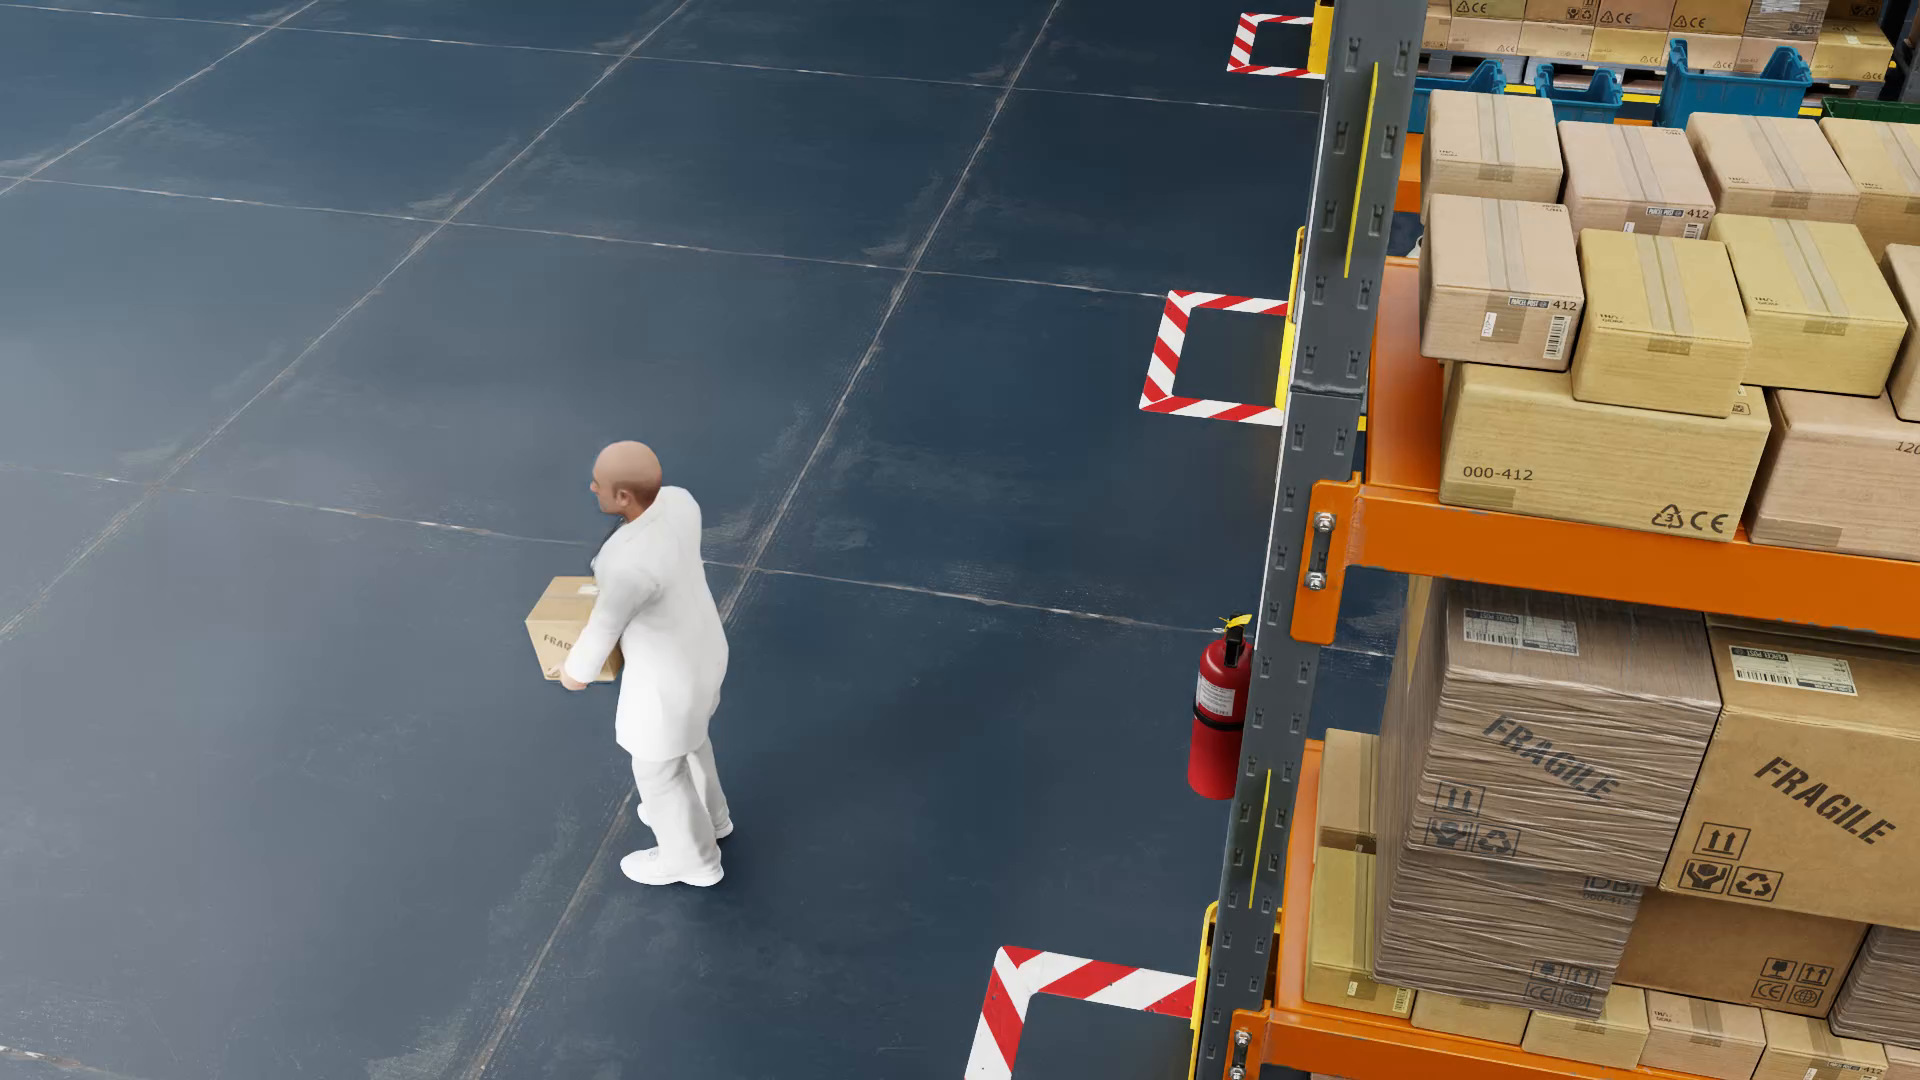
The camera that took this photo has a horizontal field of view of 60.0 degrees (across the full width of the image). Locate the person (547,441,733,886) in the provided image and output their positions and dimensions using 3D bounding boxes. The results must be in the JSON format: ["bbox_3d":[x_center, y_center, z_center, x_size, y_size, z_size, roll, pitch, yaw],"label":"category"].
[{"bbox_3d":[-1.073,0.414,5.600,0.566,1.778,0.526,7,37,9],"label":"person"}]
